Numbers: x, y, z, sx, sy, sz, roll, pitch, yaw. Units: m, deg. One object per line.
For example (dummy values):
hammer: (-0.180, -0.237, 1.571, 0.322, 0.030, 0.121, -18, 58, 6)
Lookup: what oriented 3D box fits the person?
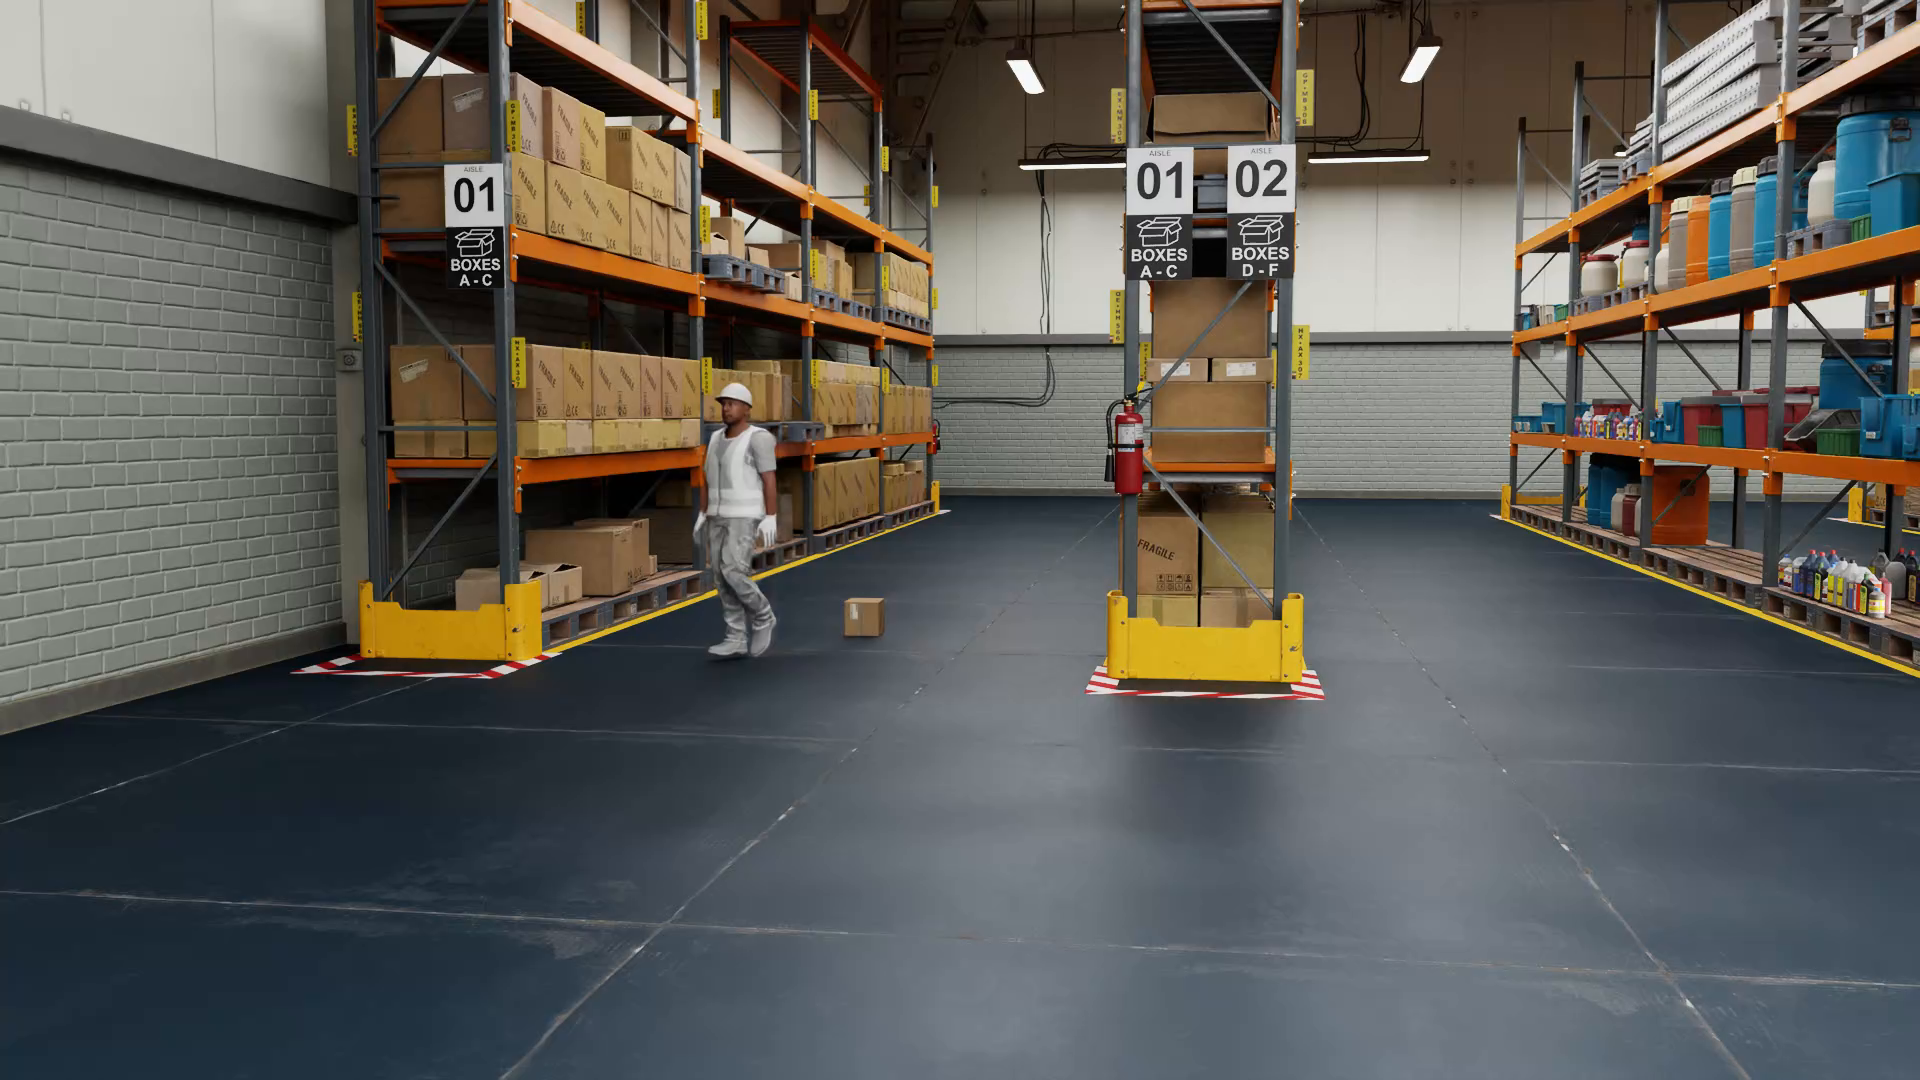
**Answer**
person: (-1.453, -0.125, 10.814, 0.567, 1.789, 0.477, 4, 6, 40)
